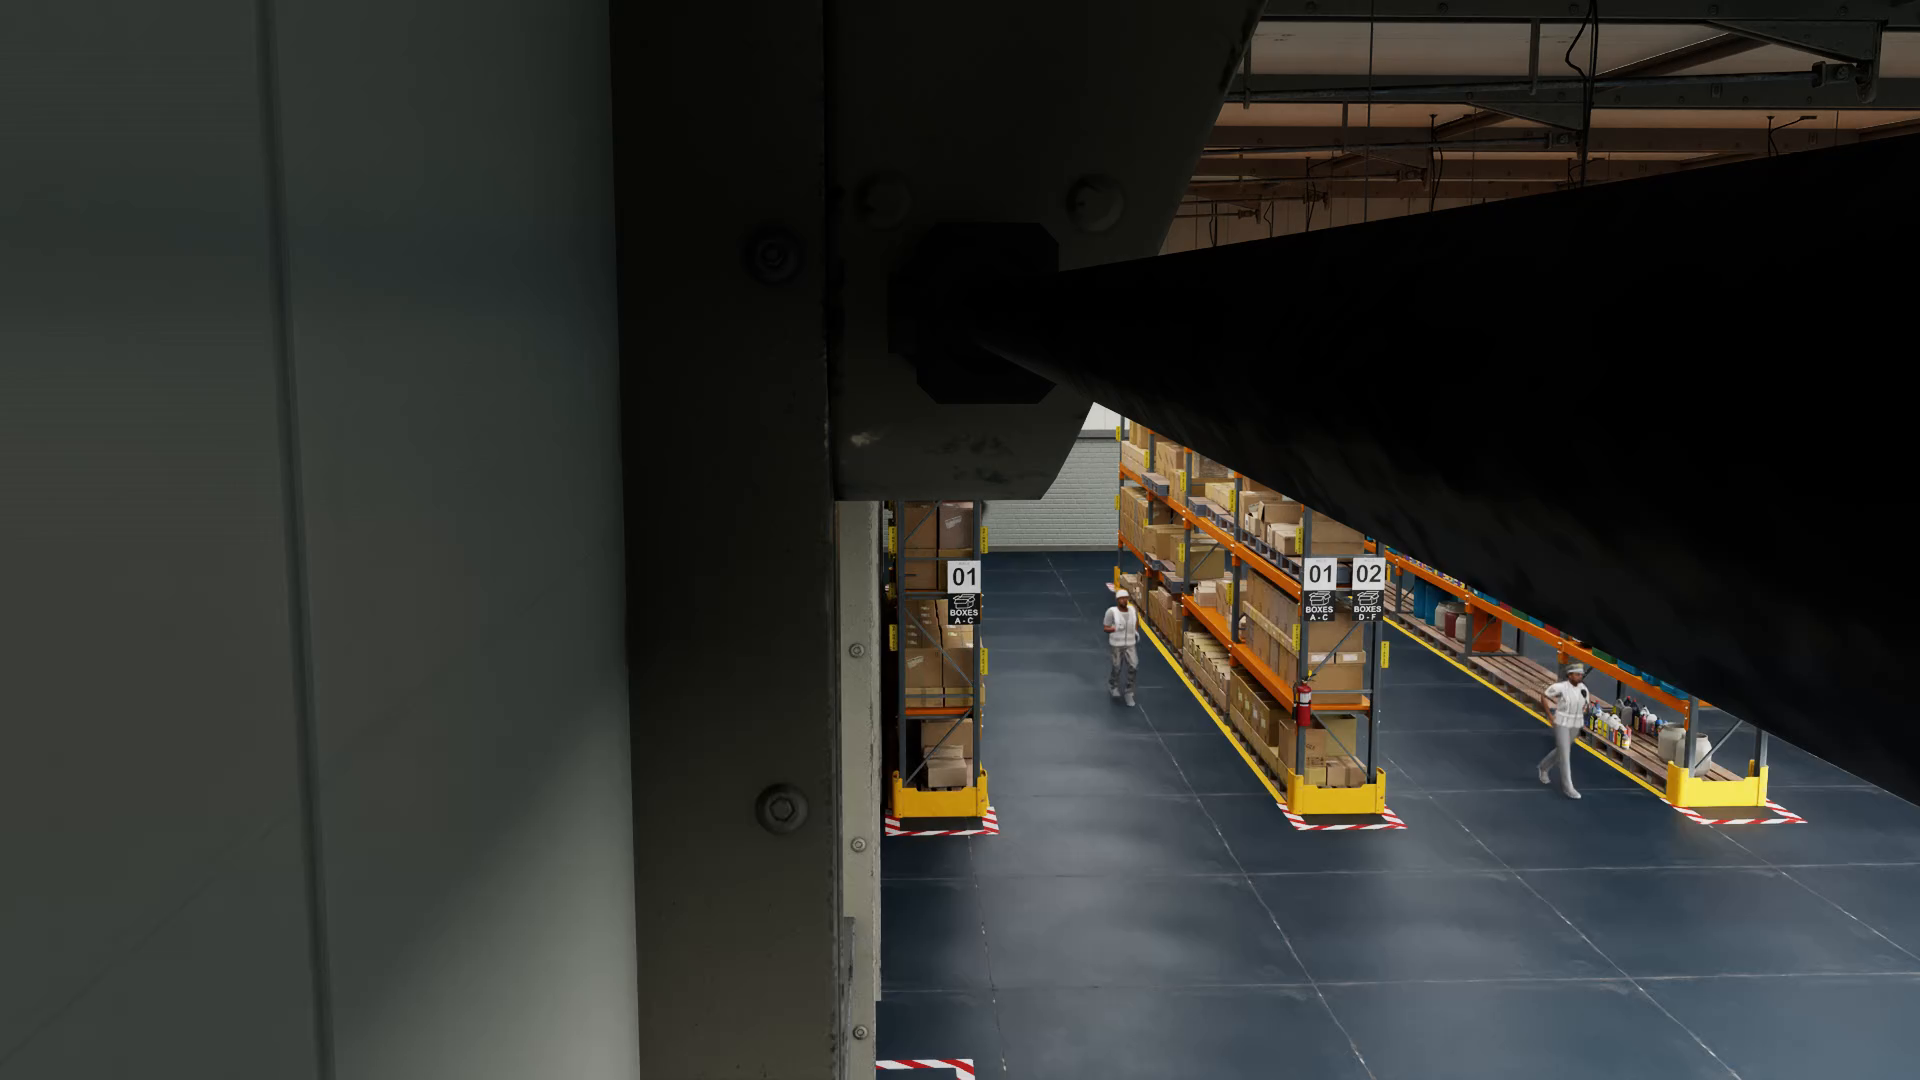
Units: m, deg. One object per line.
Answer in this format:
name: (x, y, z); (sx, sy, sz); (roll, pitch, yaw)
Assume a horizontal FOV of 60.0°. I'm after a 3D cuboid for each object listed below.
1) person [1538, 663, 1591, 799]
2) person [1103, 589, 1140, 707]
person: (7.849, 2.393, 21.396); (0.593, 1.667, 0.975); (-3, 9, -17)
person: (2.564, 1.688, 26.178); (0.654, 1.835, 0.735); (-2, 8, -11)
